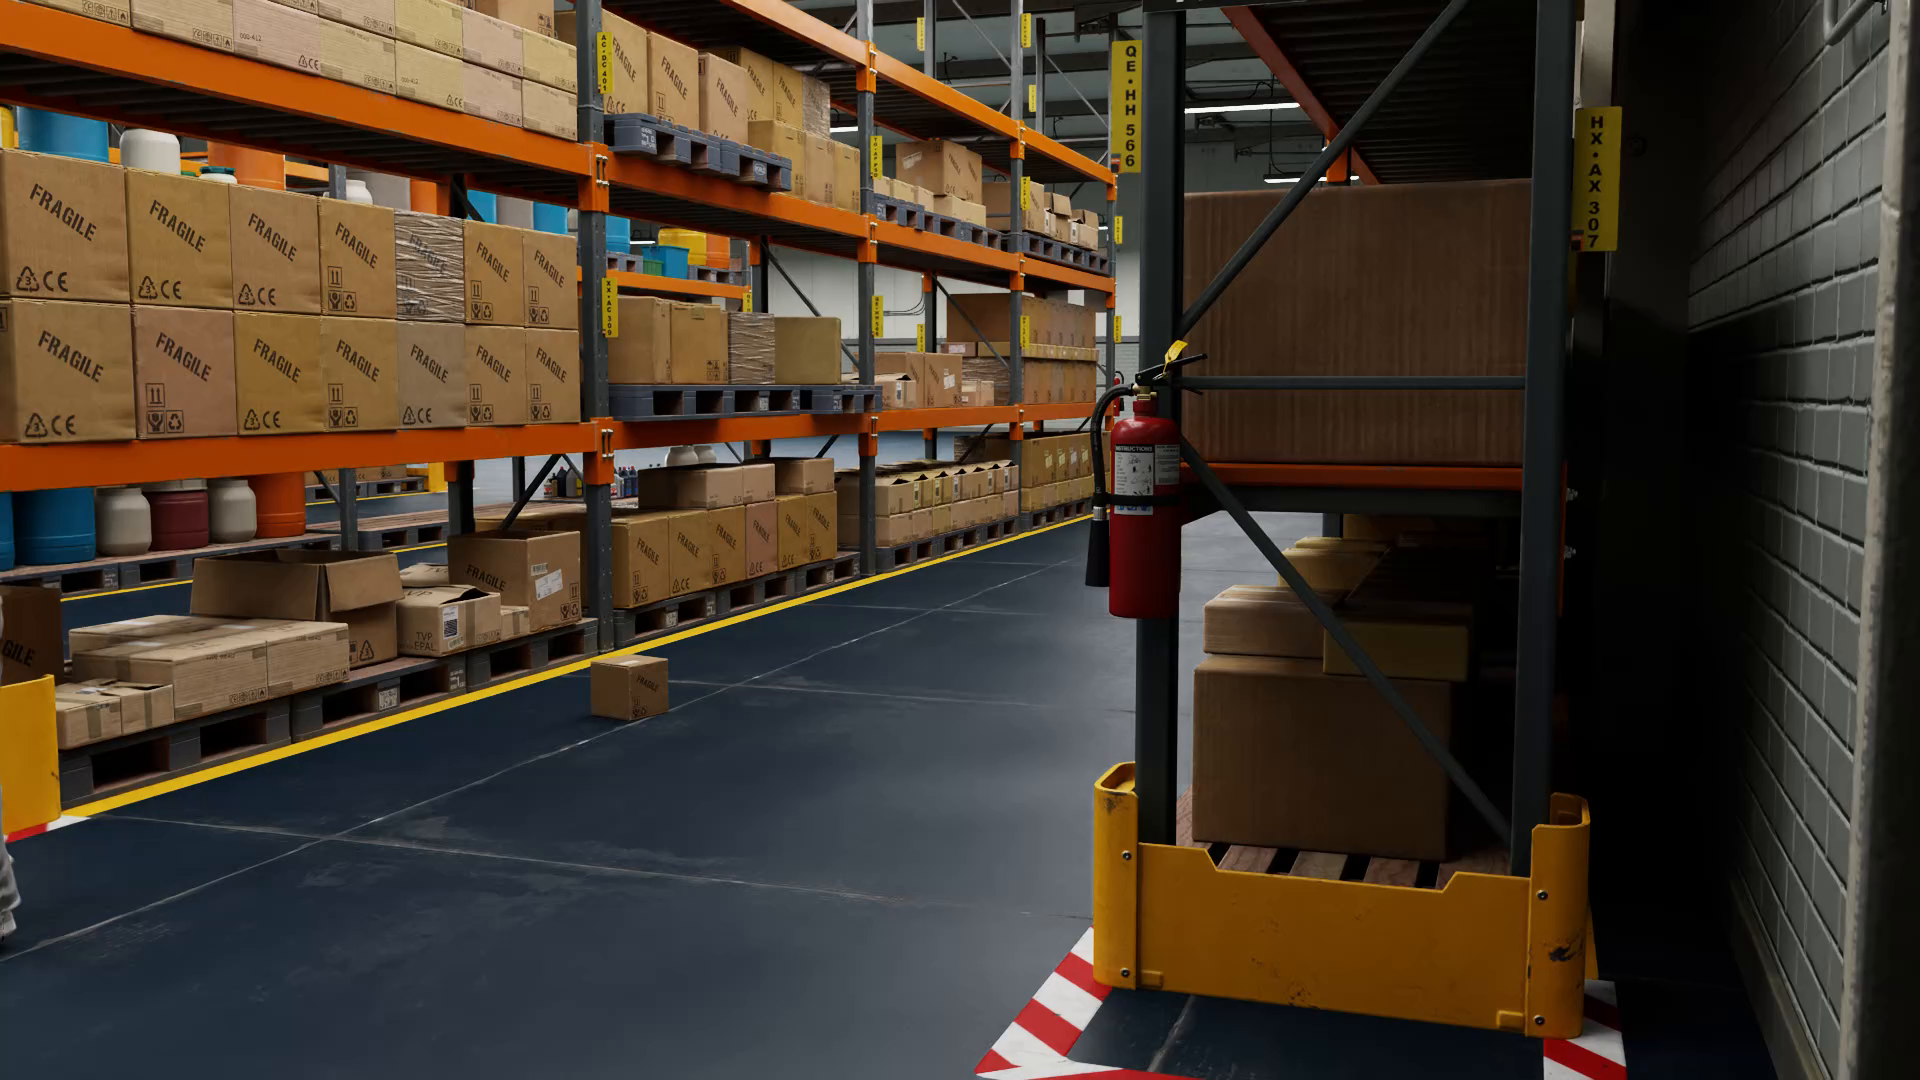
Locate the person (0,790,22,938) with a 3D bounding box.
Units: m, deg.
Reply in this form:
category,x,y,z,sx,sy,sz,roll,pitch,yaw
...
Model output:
category,x,y,z,sx,sy,sz,roll,pitch,yaw
person,-2.768,0.249,4.382,0.411,1.691,0.500,-5,7,-42
